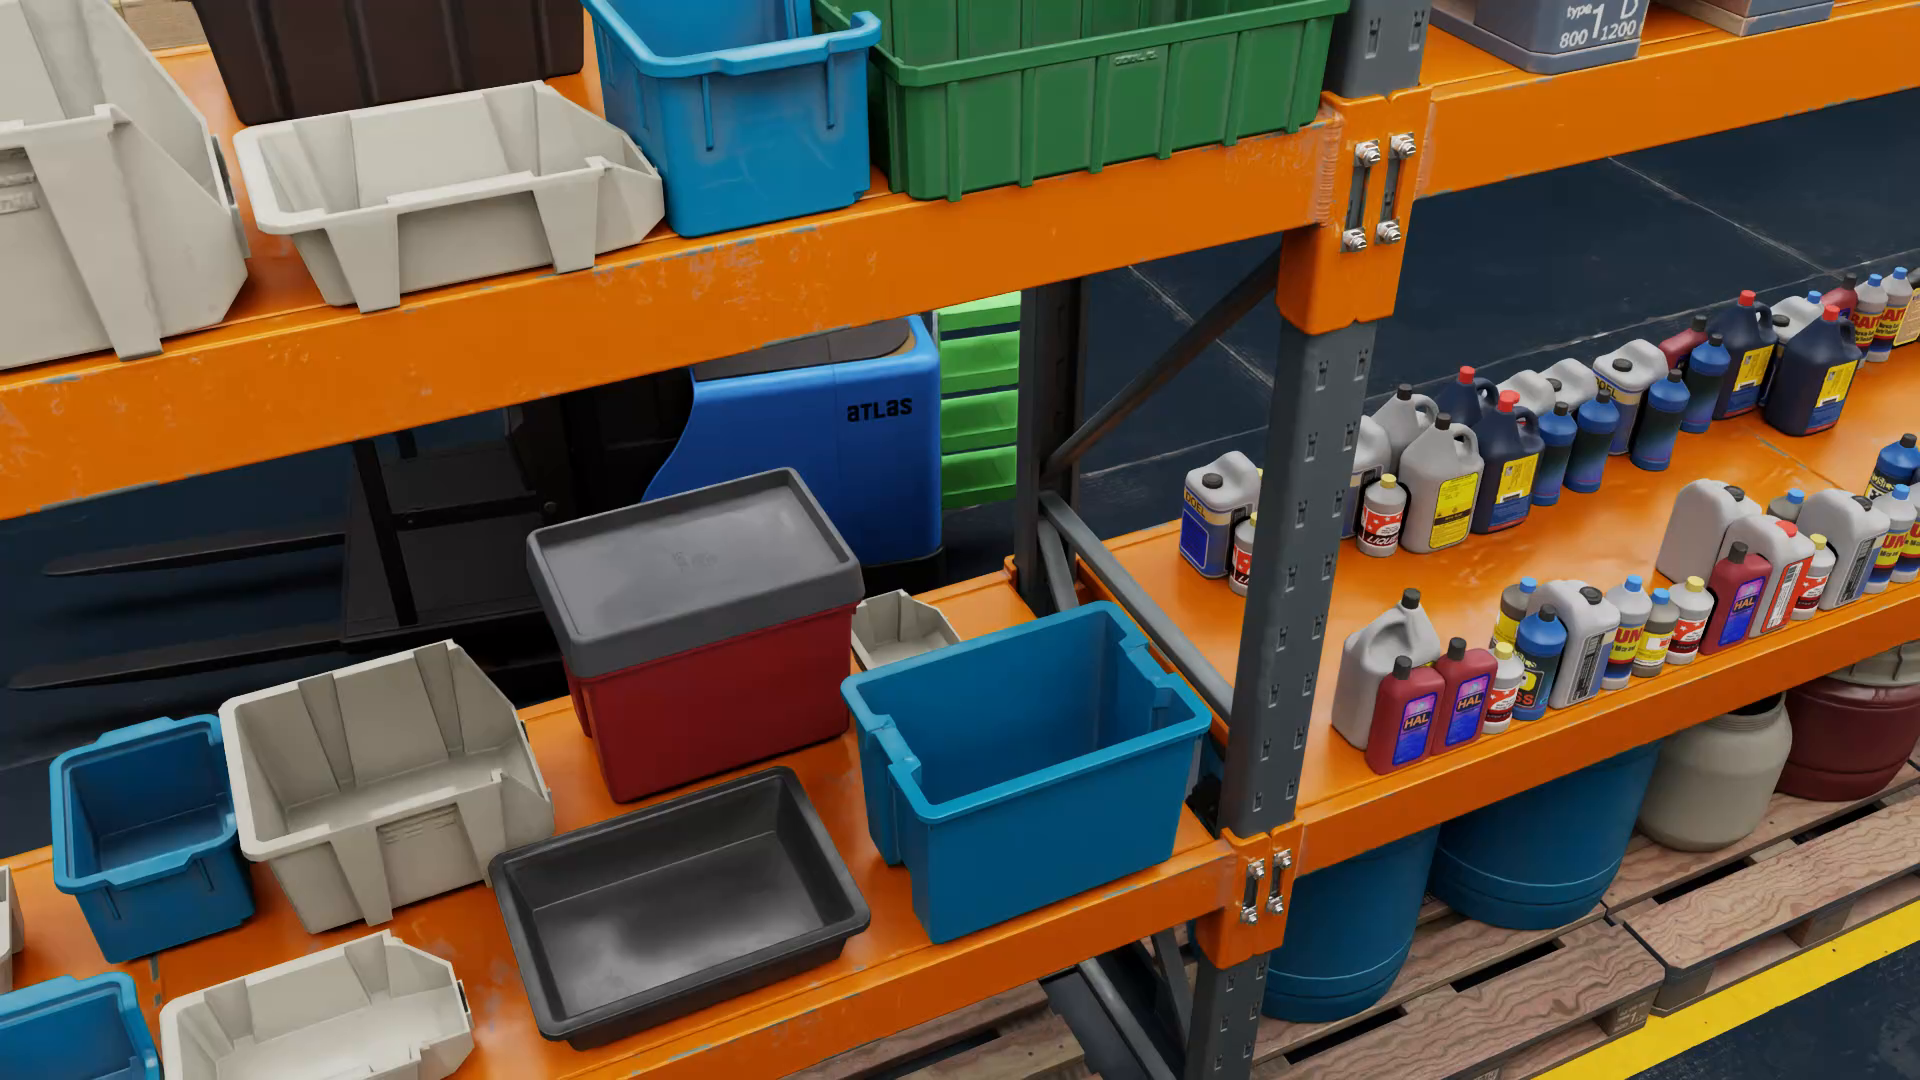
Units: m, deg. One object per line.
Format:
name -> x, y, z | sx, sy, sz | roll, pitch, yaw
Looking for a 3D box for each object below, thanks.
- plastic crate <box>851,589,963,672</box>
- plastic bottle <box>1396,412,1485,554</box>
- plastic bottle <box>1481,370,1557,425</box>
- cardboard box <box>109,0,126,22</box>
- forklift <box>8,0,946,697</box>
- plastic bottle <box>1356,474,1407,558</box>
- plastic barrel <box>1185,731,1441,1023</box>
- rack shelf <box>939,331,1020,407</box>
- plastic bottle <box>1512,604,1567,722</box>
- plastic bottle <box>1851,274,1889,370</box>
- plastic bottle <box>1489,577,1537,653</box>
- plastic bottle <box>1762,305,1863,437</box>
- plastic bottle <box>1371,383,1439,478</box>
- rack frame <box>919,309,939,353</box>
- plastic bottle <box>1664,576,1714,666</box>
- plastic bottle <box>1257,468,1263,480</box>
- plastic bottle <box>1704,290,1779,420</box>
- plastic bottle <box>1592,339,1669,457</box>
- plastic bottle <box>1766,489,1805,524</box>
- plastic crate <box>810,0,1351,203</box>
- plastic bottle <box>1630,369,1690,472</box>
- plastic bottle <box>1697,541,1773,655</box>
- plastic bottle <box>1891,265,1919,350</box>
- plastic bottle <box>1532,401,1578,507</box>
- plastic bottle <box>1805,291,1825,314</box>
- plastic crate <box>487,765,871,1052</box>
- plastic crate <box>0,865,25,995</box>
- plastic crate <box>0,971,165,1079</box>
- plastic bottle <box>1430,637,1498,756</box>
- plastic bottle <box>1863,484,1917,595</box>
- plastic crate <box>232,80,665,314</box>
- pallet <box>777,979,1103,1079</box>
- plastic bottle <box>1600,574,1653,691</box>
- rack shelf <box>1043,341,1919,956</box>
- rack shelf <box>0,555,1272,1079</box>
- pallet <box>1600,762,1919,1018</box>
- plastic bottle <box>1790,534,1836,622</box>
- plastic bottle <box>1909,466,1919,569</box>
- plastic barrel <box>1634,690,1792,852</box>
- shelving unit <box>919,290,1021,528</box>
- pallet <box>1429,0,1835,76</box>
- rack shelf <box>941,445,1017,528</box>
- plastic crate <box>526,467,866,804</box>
plastic crate -> -0.089, 0.281, 3.525 | 0.243, 0.136, 0.396 | -16, 39, -20
plastic bottle -> 1.147, -0.153, 3.980 | 0.185, 0.351, 0.144 | -16, 39, -20
plastic bottle -> 1.400, -0.286, 4.222 | 0.135, 0.276, 0.152 | -16, 39, -20
cardboard box -> -3.389, -1.931, 6.211 | 0.500, 0.250, 0.500 | -16, 40, -21
forklift -> -1.625, -0.951, 5.072 | 3.031, 2.935, 1.130 | -9, 37, -12
plastic bottle -> 1.013, -0.066, 3.988 | 0.097, 0.201, 0.097 | 0, 37, 0
plastic barrel -> 0.893, 0.704, 4.192 | 0.708, 0.901, 0.600 | -16, 39, -20
rack shelf -> 0.128, -0.596, 5.751 | 0.480, 0.148, 0.258 | -9, 37, -12
plastic bottle -> 1.212, 0.250, 3.504 | 0.097, 0.271, 0.097 | 0, 37, 0
plastic bottle -> 2.532, -0.619, 4.675 | 0.097, 0.271, 0.097 | 0, 37, 0
plastic bottle -> 1.235, 0.171, 3.668 | 0.097, 0.201, 0.097 | 0, 37, 0
plastic bottle -> 2.270, -0.462, 4.396 | 0.185, 0.351, 0.144 | -16, 39, -20
plastic bottle -> 1.086, -0.231, 4.085 | 0.185, 0.351, 0.144 | -16, 39, -20
rack frame -> -0.108, -0.417, 5.806 | 0.015, 1.200, 0.240 | -9, 37, -12
plastic bottle -> 1.598, 0.170, 3.670 | 0.097, 0.201, 0.097 | 0, 37, 0
plastic bottle -> 0.706, -0.080, 4.007 | 0.097, 0.201, 0.097 | 0, 37, 0
plastic bottle -> 2.083, -0.510, 4.461 | 0.185, 0.351, 0.144 | -16, 39, -20
plastic bottle -> 1.731, -0.379, 4.347 | 0.135, 0.276, 0.152 | -16, 39, -20
plastic bottle -> 1.952, -0.029, 3.938 | 0.097, 0.201, 0.097 | 0, 37, 0
plastic crate -> 0.138, -0.691, 2.324 | 0.662, 0.188, 0.450 | -16, 39, -20
plastic bottle -> 1.801, -0.315, 4.264 | 0.097, 0.271, 0.097 | 0, 37, 0
plastic bottle -> 1.710, 0.117, 3.672 | 0.133, 0.283, 0.061 | -16, 39, -20
plastic bottle -> 2.717, -0.687, 4.757 | 0.133, 0.283, 0.061 | -16, 39, -20
plastic bottle -> 1.470, -0.222, 4.139 | 0.097, 0.271, 0.097 | 0, 37, 0
plastic bottle -> 2.323, -0.561, 4.596 | 0.097, 0.271, 0.097 | 0, 37, 0
plastic crate -> -0.506, 0.673, 3.006 | 0.590, 0.125, 0.437 | -16, 39, -20
plastic crate -> -1.796, 0.714, 2.940 | 0.250, 0.136, 0.298 | -16, 39, -20
plastic crate -> -1.401, 0.920, 2.582 | 0.300, 0.233, 0.416 | -16, 39, -20
plastic bottle -> 1.027, 0.308, 3.414 | 0.133, 0.283, 0.061 | -16, 39, -20
plastic bottle -> 2.139, -0.010, 3.853 | 0.097, 0.271, 0.097 | 0, 37, 0
plastic crate -> -0.597, -0.414, 1.993 | 0.466, 0.136, 0.293 | -16, 39, -20
pallet -> -0.256, 1.485, 4.070 | 1.213, 0.211, 1.003 | -16, 39, -20
plastic bottle -> 1.422, 0.191, 3.583 | 0.097, 0.271, 0.097 | 0, 37, 0
rack shelf -> 2.204, -0.059, 4.416 | 4.000, 0.370, 1.077 | -16, 39, -20
rack shelf -> -1.417, 0.953, 3.051 | 4.000, 0.370, 1.077 | -16, 39, -20
pallet -> 2.215, 0.794, 5.002 | 1.213, 0.211, 1.003 | -16, 39, -20
plastic bottle -> 1.929, 0.077, 3.795 | 0.097, 0.201, 0.097 | 0, 37, 0
plastic bottle -> 2.345, -0.114, 3.928 | 0.185, 0.351, 0.144 | -16, 39, -20
plastic barrel -> 2.083, 0.586, 4.678 | 0.421, 0.512, 0.421 | 0, 37, 0
shelving unit -> 0.128, -0.454, 5.855 | 0.503, 1.200, 0.258 | -9, 37, -12
pallet -> 1.061, -1.222, 3.020 | 1.003, 0.211, 1.213 | -16, 39, -20
rack shelf -> 0.128, -0.210, 6.037 | 0.480, 0.148, 0.258 | -9, 37, -12
plastic crate -> -0.522, 0.199, 3.360 | 0.583, 0.464, 0.402 | -16, 39, -20
